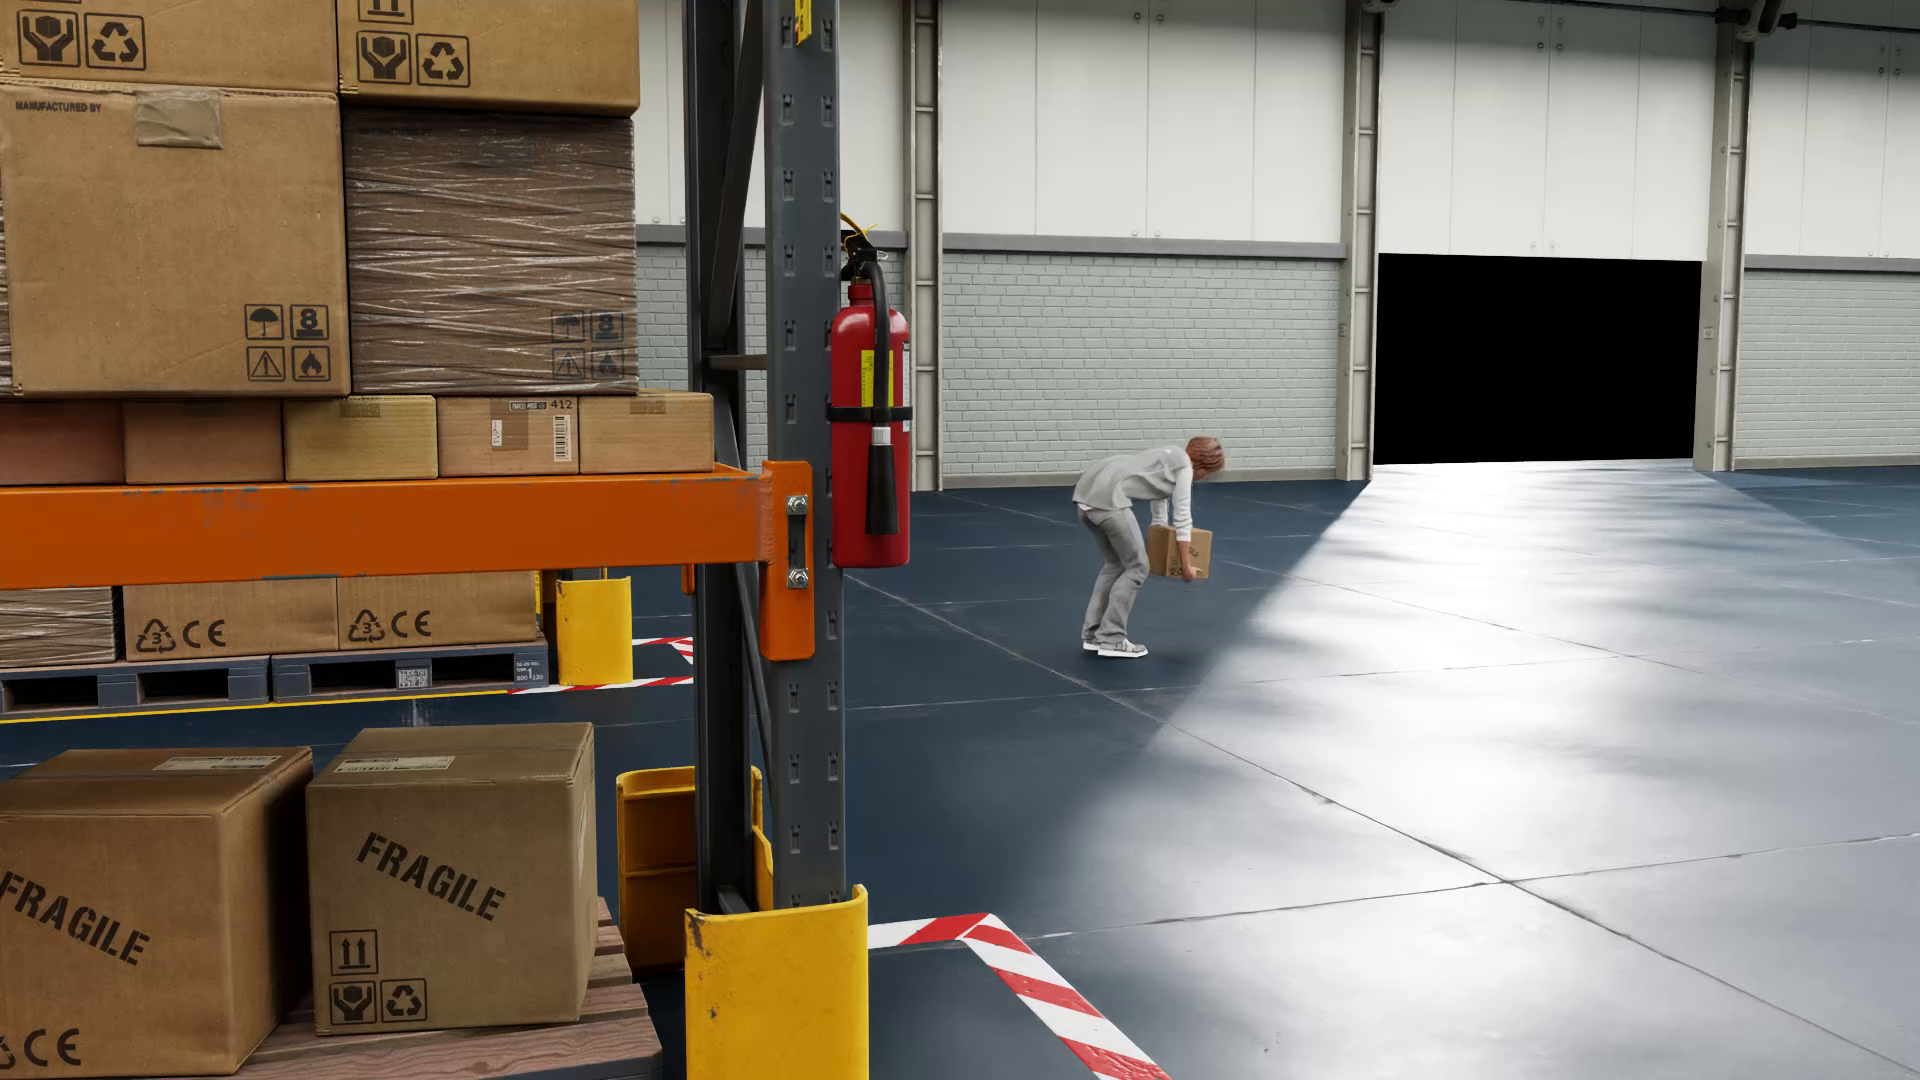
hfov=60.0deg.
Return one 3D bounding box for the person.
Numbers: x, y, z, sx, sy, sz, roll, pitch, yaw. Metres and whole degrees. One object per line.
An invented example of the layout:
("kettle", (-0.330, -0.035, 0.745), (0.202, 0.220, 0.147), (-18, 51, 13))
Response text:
("person", (1.000, 0.028, 8.729), (0.848, 1.136, 0.385), (-2, 6, -20))
